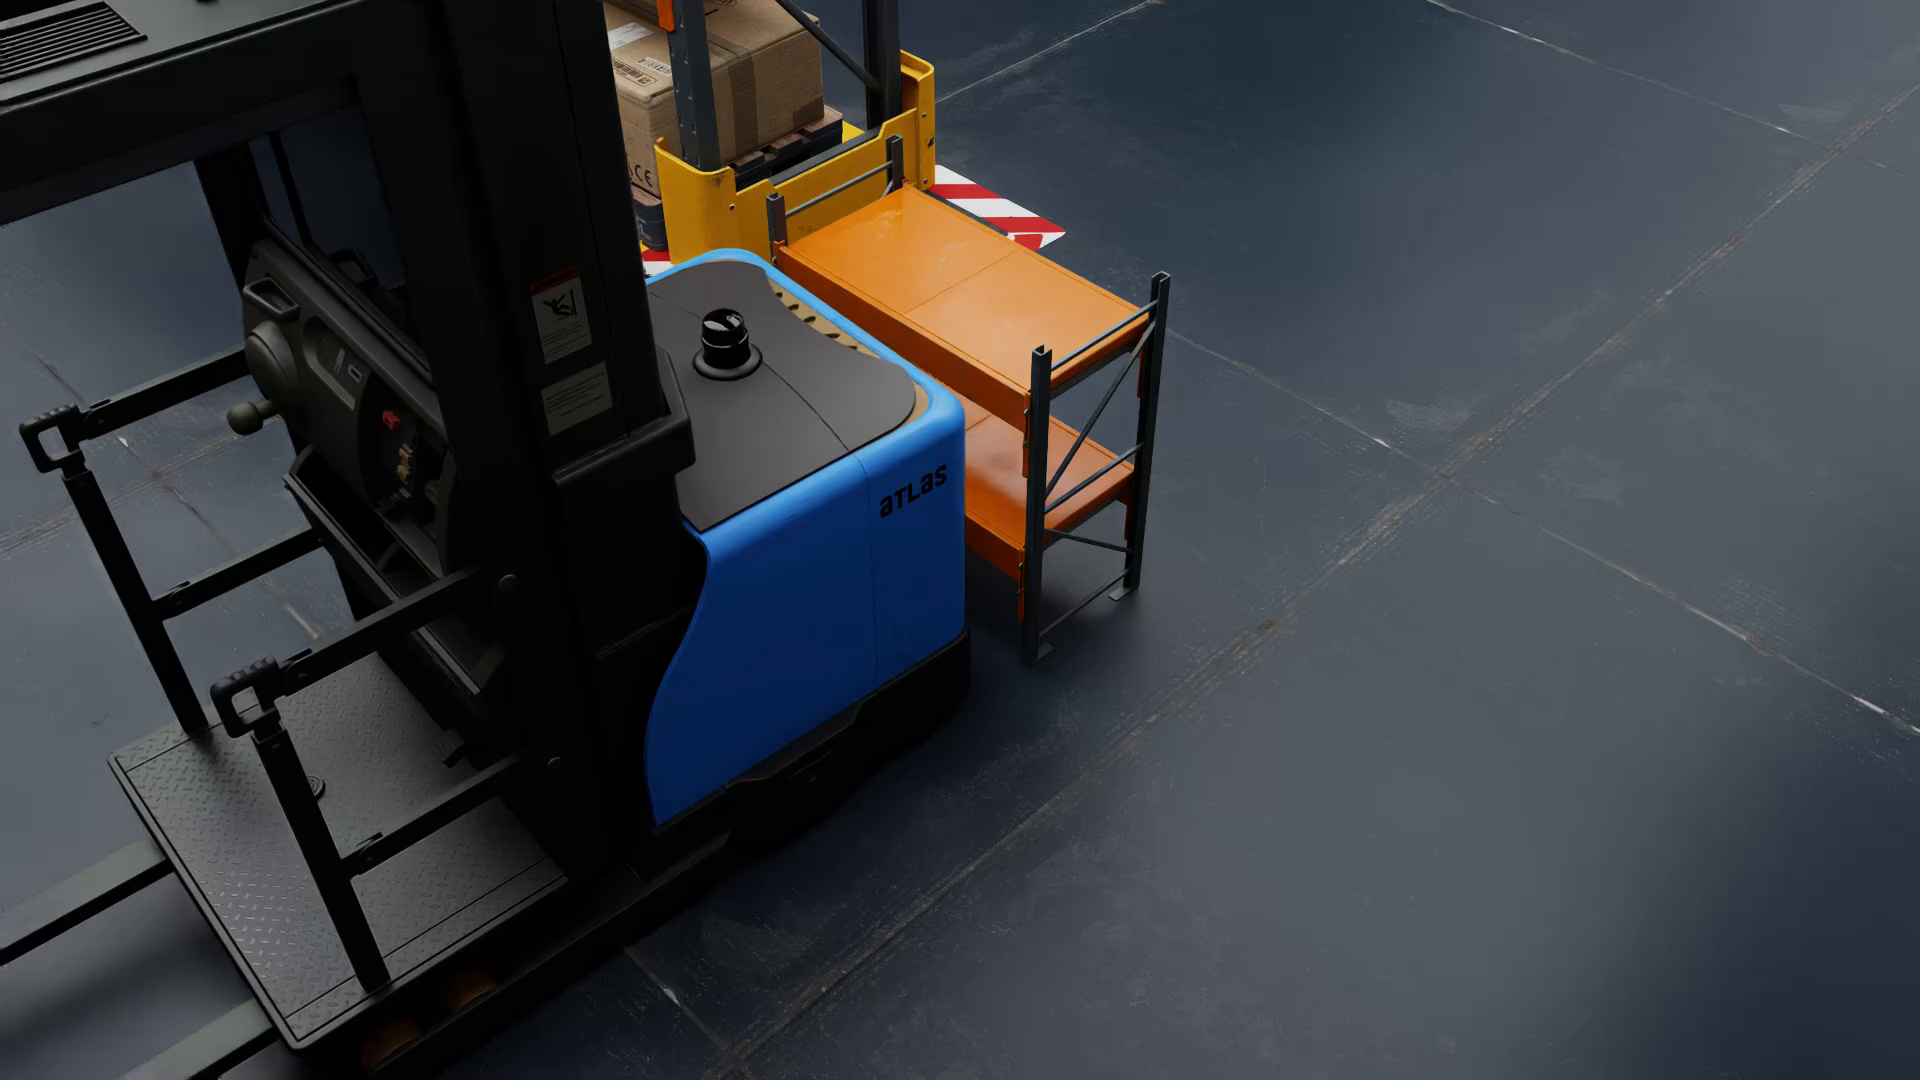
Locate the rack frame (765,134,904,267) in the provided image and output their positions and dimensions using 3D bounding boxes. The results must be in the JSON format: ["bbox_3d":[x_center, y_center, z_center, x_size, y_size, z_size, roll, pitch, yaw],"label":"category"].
[{"bbox_3d":[-0.354,-0.654,5.129,0.500,1.125,0.032,-34,53,-31],"label":"rack frame"}]

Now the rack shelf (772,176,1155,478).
[{"bbox_3d":[0.005,-0.625,4.666,0.538,0.278,1.000,-34,53,-31],"label":"rack shelf"}]

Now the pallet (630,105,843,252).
[{"bbox_3d":[-1.247,-1.714,6.950,1.003,0.211,1.213,-34,53,-31],"label":"pallet"}]

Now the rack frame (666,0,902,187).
[{"bbox_3d":[-0.626,-2.392,5.628,1.000,3.000,0.127,-34,53,-31],"label":"rack frame"}]

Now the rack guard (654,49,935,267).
[{"bbox_3d":[-0.610,-1.462,6.464,1.175,0.500,0.348,-34,53,-31],"label":"rack guard"}]

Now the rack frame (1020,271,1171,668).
[{"bbox_3d":[0.364,-0.166,4.600,0.500,1.125,0.032,-34,53,-31],"label":"rack frame"}]

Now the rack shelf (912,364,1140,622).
[{"bbox_3d":[0.005,-0.230,5.031,0.538,0.278,1.000,-34,53,-31],"label":"rack shelf"}]

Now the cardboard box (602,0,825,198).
[{"bbox_3d":[-1.163,-1.874,6.647,0.875,0.438,0.875,32,52,30],"label":"cardboard box"}]

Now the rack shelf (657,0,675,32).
[{"bbox_3d":[-2.039,-3.089,6.912,1.077,0.370,4.000,-34,53,-31],"label":"rack shelf"}]

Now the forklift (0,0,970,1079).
[{"bbox_3d":[-1.414,-0.210,3.317,3.031,2.935,1.130,-31,51,-29],"label":"forklift"}]

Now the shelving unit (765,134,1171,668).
[{"bbox_3d":[0.005,-0.410,4.865,0.538,1.125,1.048,-34,53,-31],"label":"shelving unit"}]
